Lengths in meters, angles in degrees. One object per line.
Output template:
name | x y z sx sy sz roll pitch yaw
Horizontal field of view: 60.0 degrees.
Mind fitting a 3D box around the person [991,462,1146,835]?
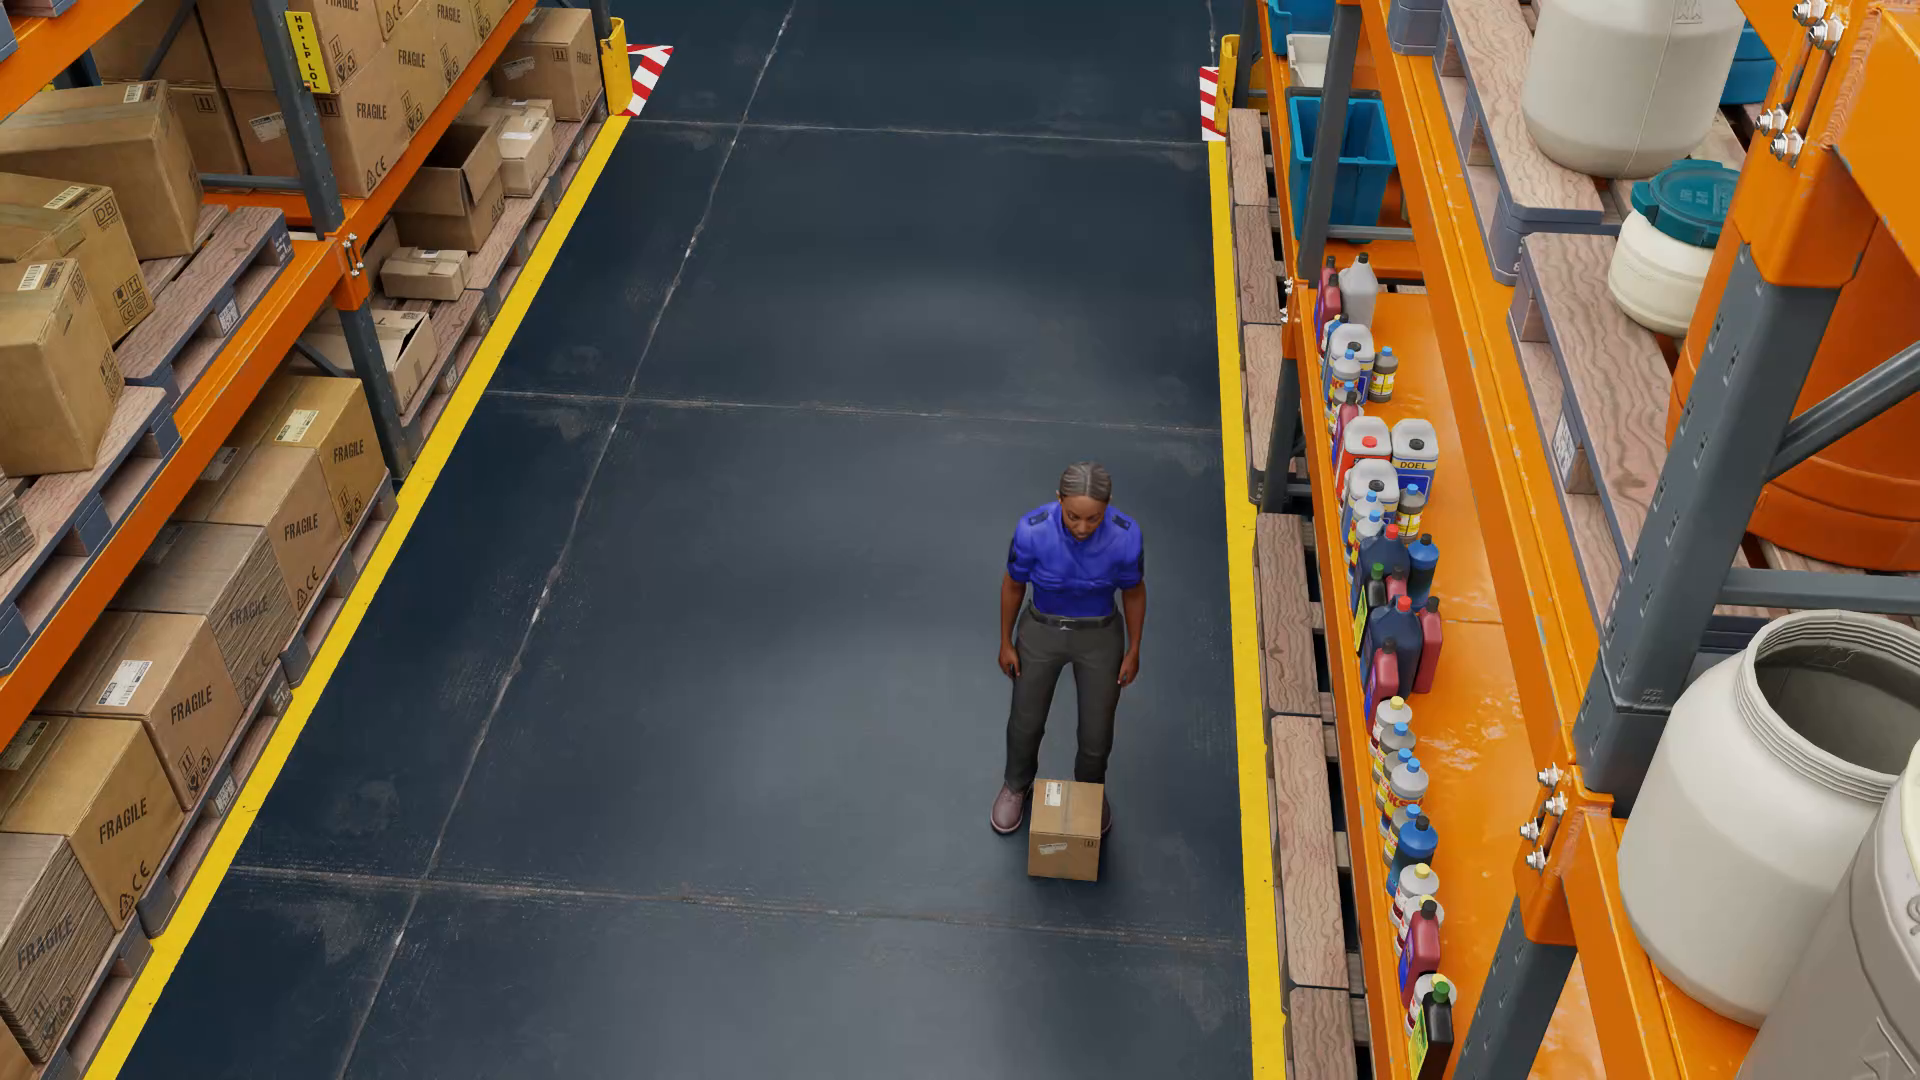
person | 0.374 0.361 5.734 0.506 1.655 0.350 3 40 4
